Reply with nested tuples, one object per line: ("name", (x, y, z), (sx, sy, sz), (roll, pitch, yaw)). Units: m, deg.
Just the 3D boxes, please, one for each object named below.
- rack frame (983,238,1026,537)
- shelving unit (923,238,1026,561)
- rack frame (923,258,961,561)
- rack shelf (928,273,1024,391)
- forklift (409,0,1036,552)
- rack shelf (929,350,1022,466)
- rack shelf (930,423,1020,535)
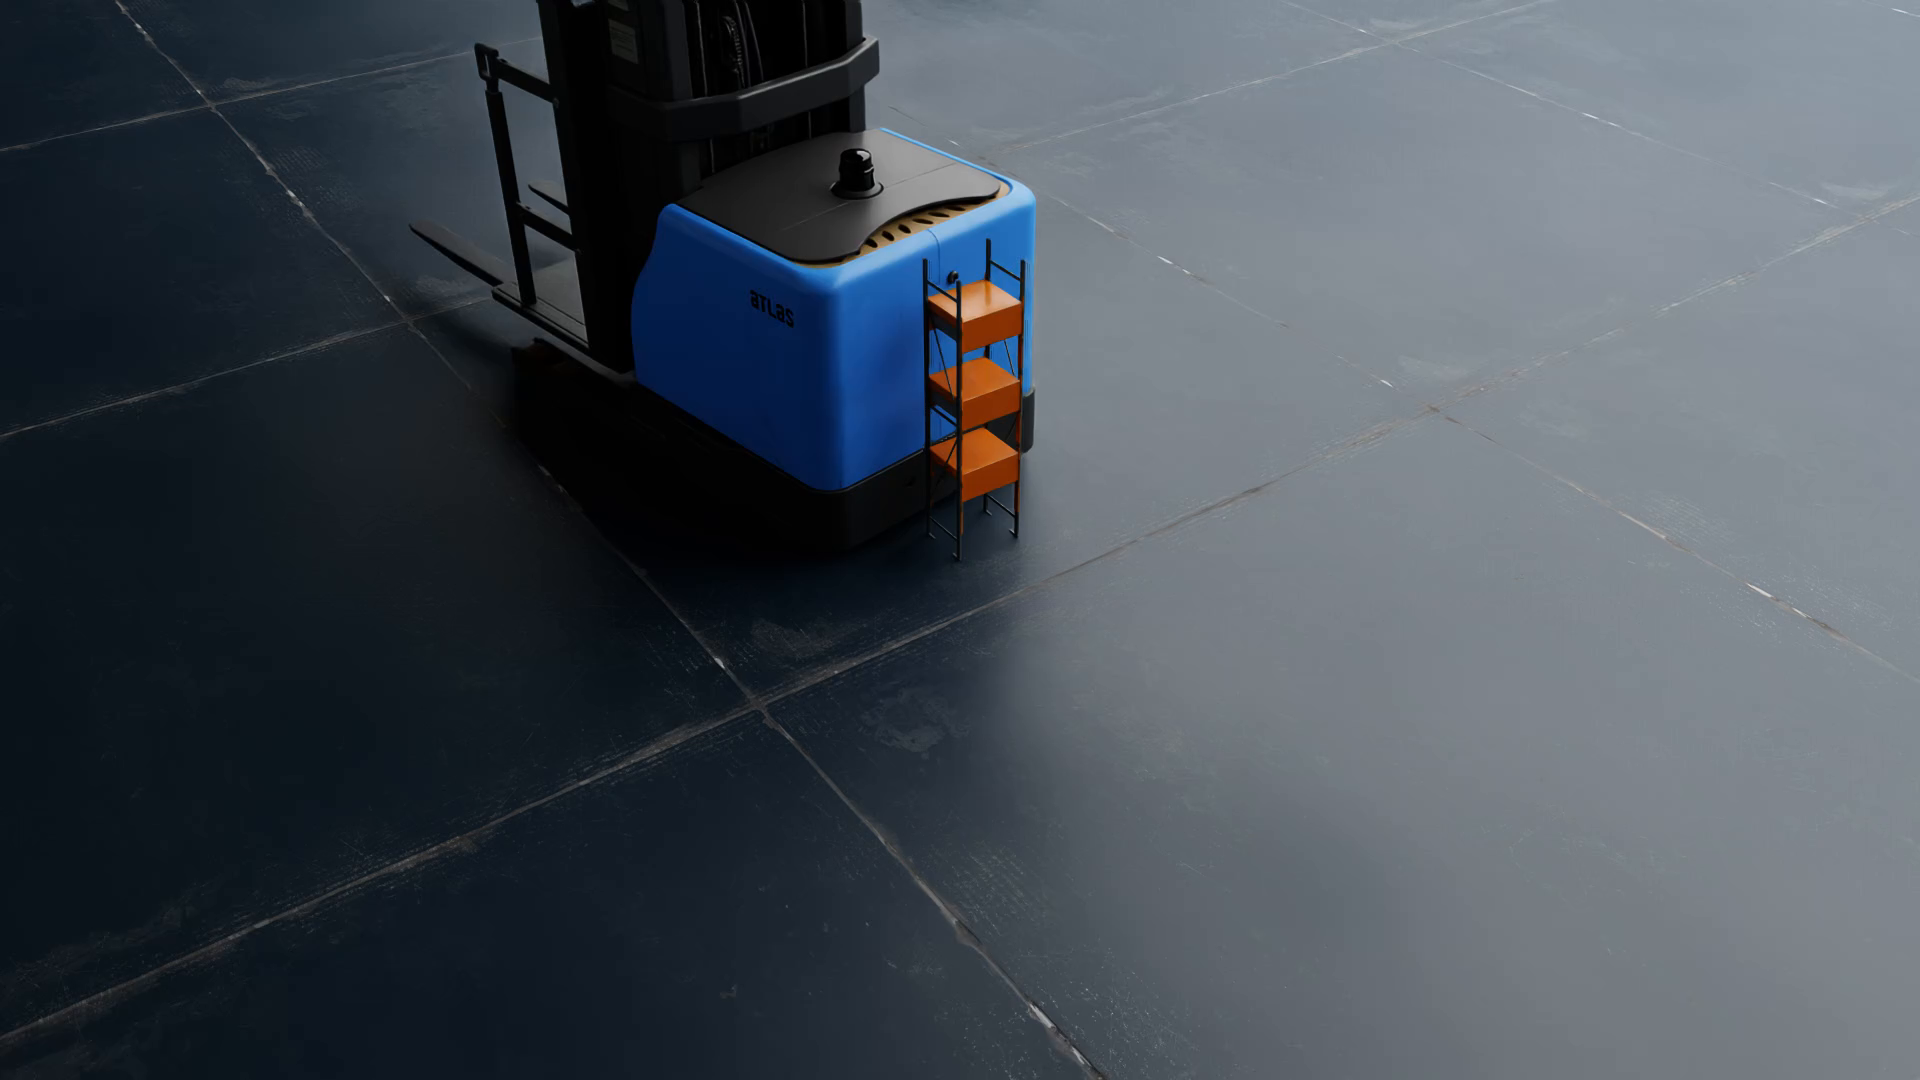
("rack frame", (0.143, -0.485, 5.526), (0.008, 1.050, 0.200), (-22, 41, -28))
("shelving unit", (0.044, -0.444, 5.468), (0.252, 1.050, 0.215), (-22, 41, -28))
("rack frame", (-0.056, -0.403, 5.411), (0.008, 1.050, 0.200), (-22, 41, -28))
("rack shelf", (0.044, -0.666, 5.309), (0.240, 0.259, 0.215), (-22, 41, -28))
("forklift", (-1.122, -1.908, 5.892), (1.130, 2.935, 3.031), (-30, 45, -35))
("rack shelf", (0.044, -0.436, 5.475), (0.240, 0.259, 0.215), (-22, 41, -28))
("rack shelf", (0.044, -0.210, 5.637), (0.240, 0.259, 0.215), (-22, 41, -28))
